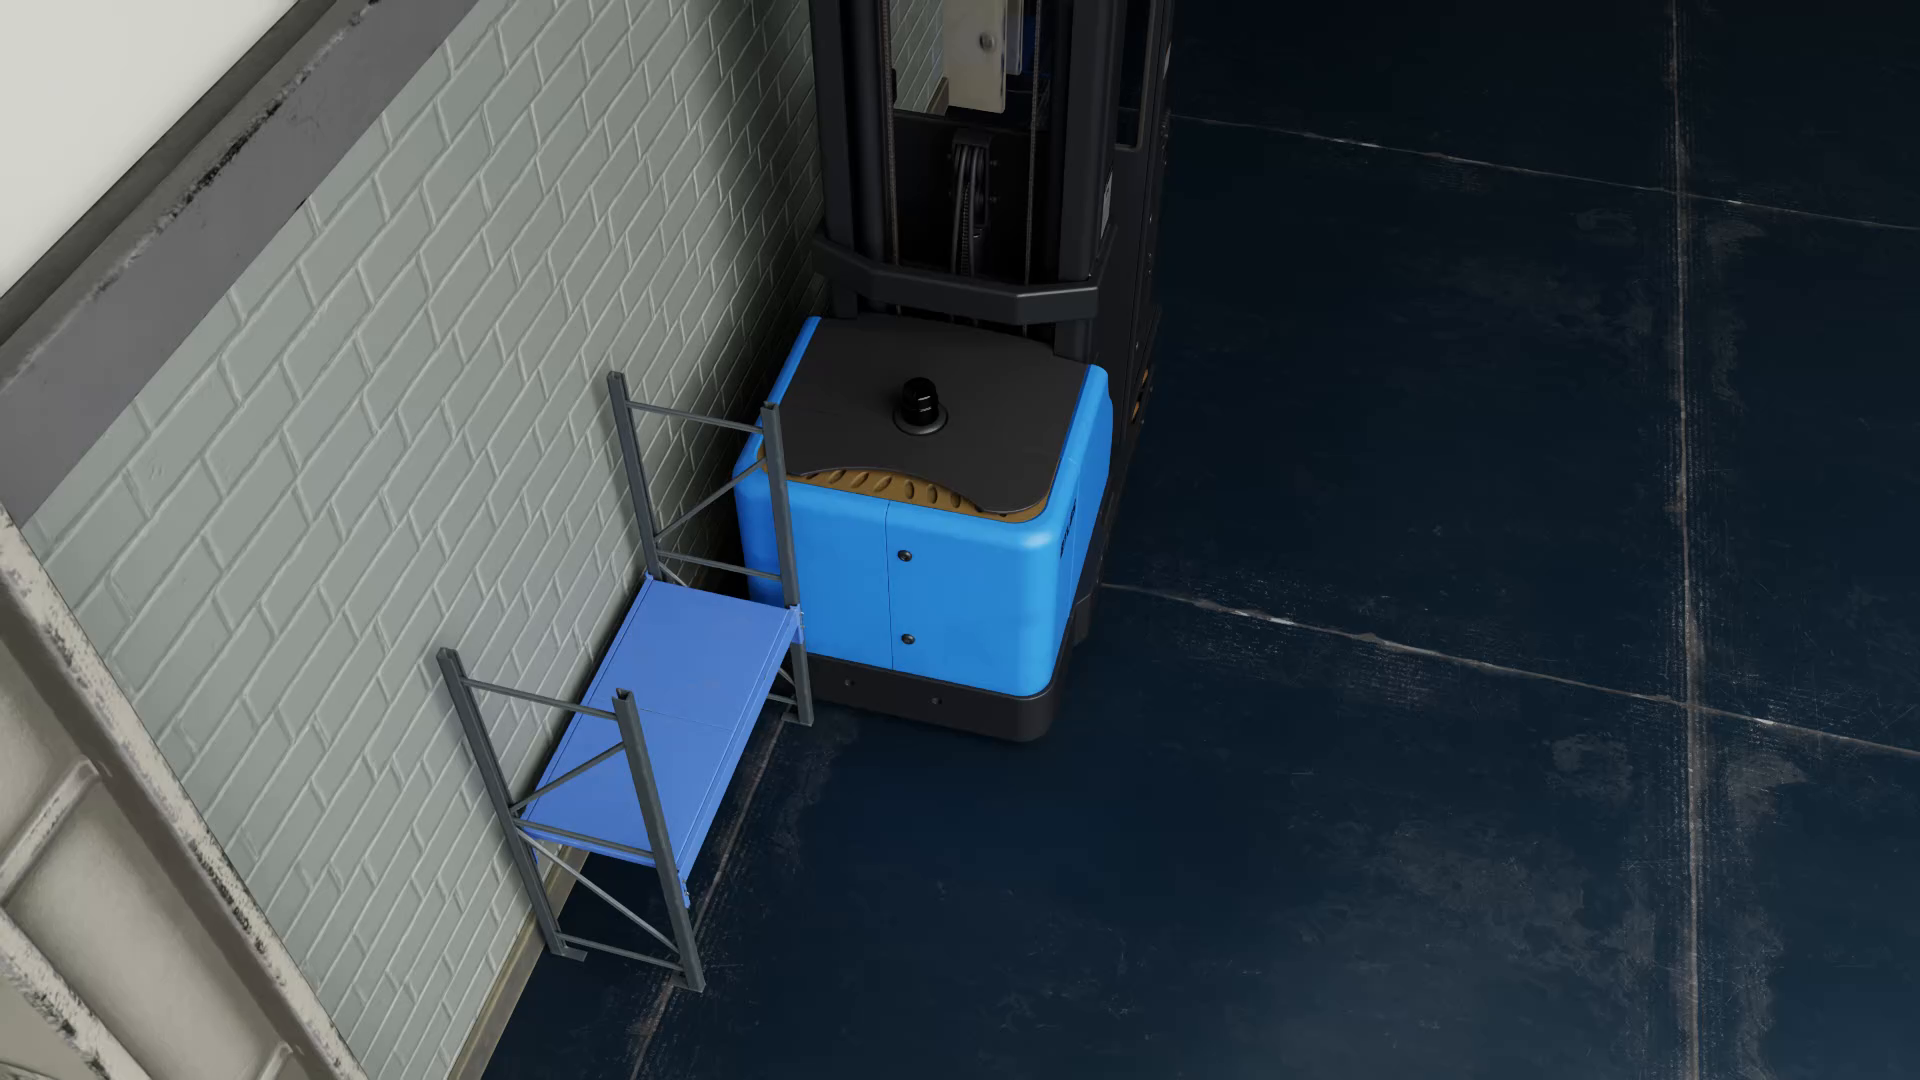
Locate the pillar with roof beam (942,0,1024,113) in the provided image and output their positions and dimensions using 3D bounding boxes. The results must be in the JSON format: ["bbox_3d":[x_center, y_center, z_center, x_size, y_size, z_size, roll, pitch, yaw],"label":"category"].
[{"bbox_3d":[4.264,-4.379,4.113,9.100,9.000,0.400,12,50,10],"label":"pillar with roof beam"}]

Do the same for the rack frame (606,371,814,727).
[{"bbox_3d":[-0.745,0.082,5.178,0.500,1.500,0.032,12,50,10],"label":"rack frame"}]

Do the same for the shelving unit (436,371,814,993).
[{"bbox_3d":[-0.882,0.449,4.854,0.538,1.500,1.048,12,50,10],"label":"shelving unit"}]

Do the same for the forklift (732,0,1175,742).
[{"bbox_3d":[0.159,-1.427,5.554,1.130,2.935,3.031,11,50,10],"label":"forklift"}]

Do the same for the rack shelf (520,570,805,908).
[{"bbox_3d":[-0.882,0.568,4.988,0.538,0.185,1.000,12,50,10],"label":"rack shelf"}]

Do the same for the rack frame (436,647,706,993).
[{"bbox_3d":[-1.018,0.816,4.530,0.500,1.500,0.032,12,50,10],"label":"rack frame"}]
